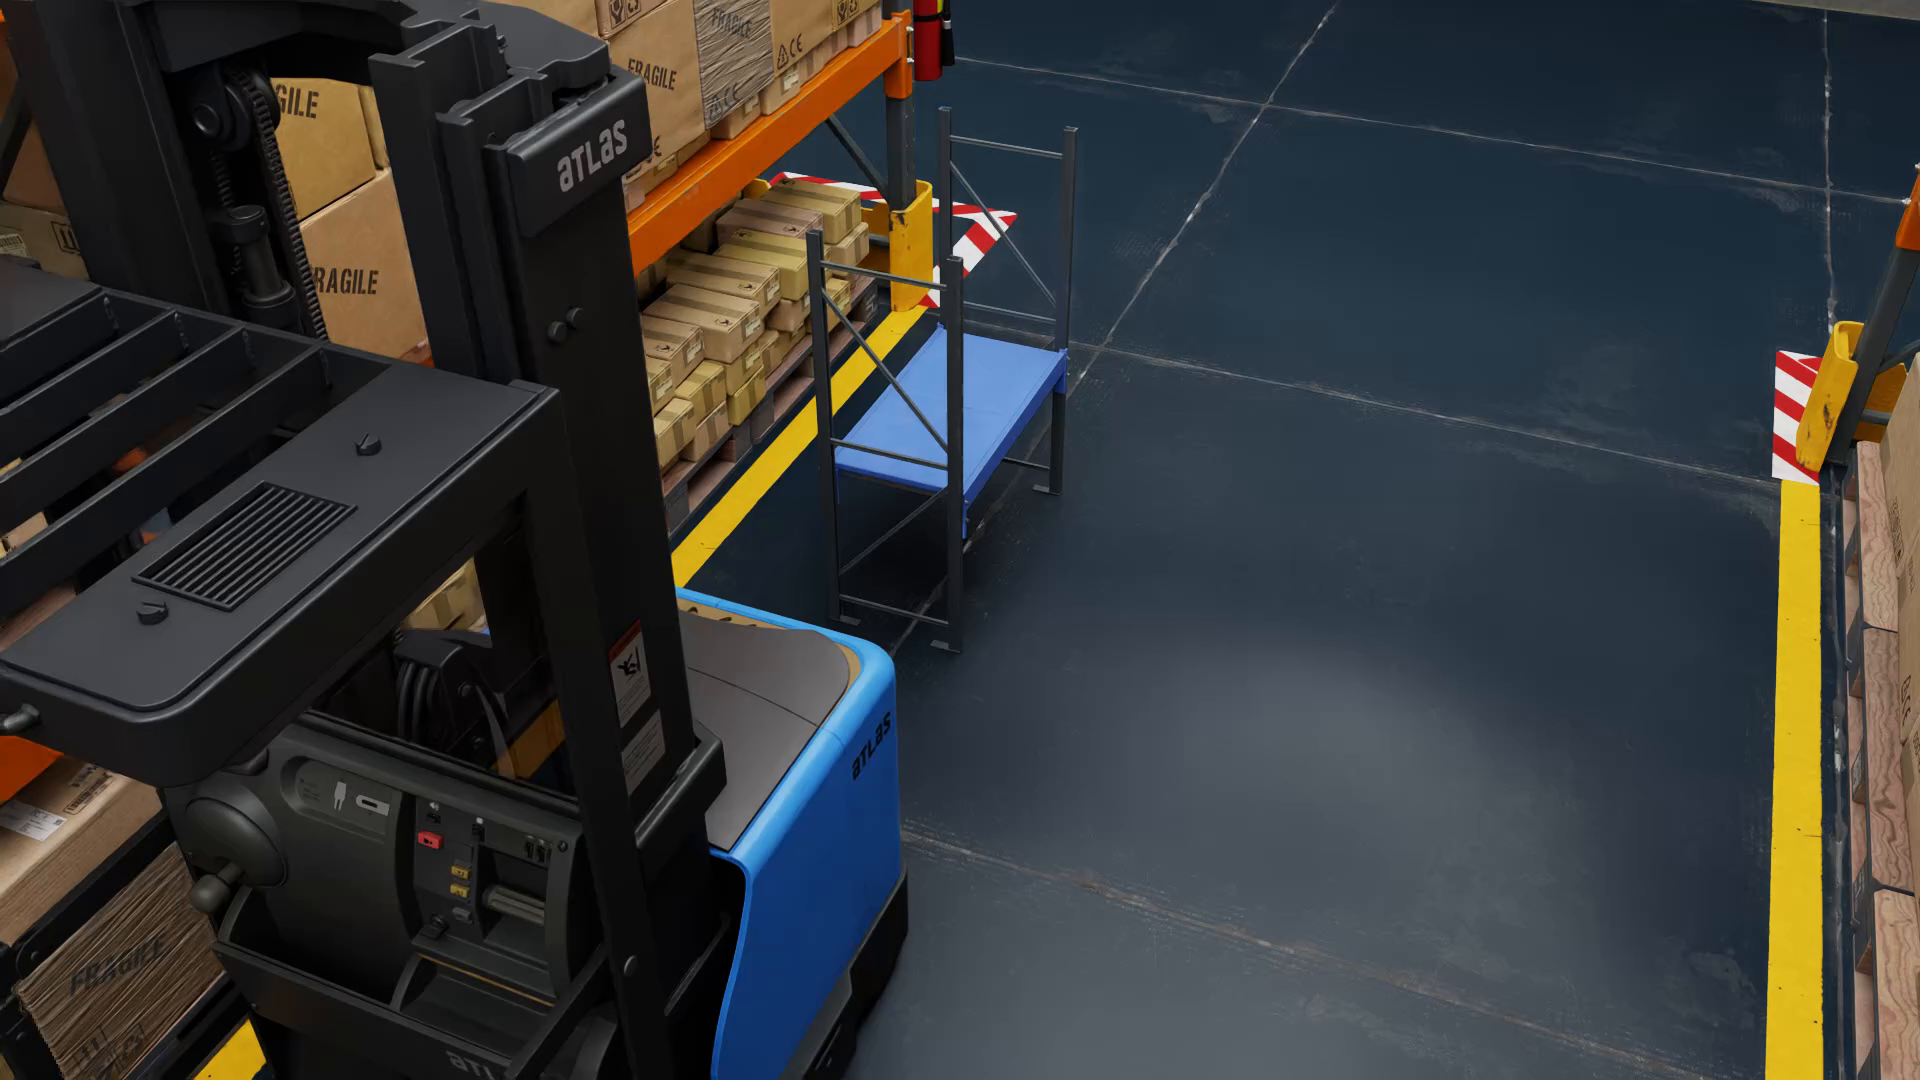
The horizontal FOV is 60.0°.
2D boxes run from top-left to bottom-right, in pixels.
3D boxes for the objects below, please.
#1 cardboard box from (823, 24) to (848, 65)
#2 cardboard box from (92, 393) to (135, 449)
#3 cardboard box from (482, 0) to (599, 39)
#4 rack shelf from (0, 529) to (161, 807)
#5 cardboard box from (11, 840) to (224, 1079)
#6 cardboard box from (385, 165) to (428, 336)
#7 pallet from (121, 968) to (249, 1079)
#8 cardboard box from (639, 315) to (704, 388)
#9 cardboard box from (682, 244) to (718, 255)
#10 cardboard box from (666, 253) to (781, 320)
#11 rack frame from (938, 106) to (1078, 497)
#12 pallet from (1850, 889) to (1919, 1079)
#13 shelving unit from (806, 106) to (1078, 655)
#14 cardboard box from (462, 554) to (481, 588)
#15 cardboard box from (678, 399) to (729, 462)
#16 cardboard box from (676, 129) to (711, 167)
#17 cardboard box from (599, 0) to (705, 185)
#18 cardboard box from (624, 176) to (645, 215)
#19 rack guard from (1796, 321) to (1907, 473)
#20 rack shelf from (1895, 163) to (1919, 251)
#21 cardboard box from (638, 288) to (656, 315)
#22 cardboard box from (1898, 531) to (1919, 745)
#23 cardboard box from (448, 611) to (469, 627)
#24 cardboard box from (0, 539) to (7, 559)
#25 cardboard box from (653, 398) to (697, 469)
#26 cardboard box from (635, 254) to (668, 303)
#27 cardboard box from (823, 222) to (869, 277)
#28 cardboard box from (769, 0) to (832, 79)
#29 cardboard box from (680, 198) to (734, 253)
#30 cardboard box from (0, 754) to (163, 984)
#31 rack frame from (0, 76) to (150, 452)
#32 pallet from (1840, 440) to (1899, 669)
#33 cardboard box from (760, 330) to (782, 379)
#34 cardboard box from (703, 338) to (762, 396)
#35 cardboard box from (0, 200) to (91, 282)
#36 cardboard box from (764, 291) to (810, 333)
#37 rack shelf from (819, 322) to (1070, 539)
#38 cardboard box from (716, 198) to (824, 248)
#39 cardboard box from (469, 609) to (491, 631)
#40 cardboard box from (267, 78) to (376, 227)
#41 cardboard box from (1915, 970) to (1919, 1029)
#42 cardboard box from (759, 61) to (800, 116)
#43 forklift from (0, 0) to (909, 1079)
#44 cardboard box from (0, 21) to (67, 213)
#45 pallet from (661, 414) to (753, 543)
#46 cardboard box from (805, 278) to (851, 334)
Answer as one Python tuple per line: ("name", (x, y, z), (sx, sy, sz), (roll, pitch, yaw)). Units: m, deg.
("cardboard box", (-0.675, -2.035, 6.676), (0.380, 0.149, 0.250), (14, 39, 18))
("cardboard box", (-2.313, -0.405, 4.497), (0.380, 0.149, 0.250), (13, 39, 17))
("cardboard box", (-1.405, -1.611, 4.733), (0.500, 0.500, 0.500), (14, 39, 18))
("rack shelf", (-2.966, 1.101, 2.873), (1.077, 0.370, 4.000), (14, 39, 18))
("cardboard box", (-2.254, 1.006, 4.136), (0.500, 0.500, 0.500), (13, 39, 17))
("cardboard box", (-1.602, -0.946, 4.678), (0.500, 0.500, 0.500), (14, 39, 18))
("pallet", (-2.500, 1.254, 4.396), (1.003, 0.211, 1.213), (14, 39, 18))
("cardboard box", (-1.191, -0.714, 6.233), (0.380, 0.149, 0.250), (13, 39, 16))
("cardboard box", (-1.277, -1.284, 7.245), (0.380, 0.149, 0.250), (14, 39, 18))
("cardboard box", (-0.937, -0.996, 6.610), (0.380, 0.149, 0.250), (12, 39, 16))
("rack frame", (0.161, -0.835, 6.114), (0.500, 1.500, 0.032), (14, 39, 18))
("pallet", (2.772, 1.491, 4.079), (1.003, 0.211, 1.213), (14, 39, 18))
("shelving unit", (-0.032, -0.554, 5.738), (0.538, 1.500, 1.048), (14, 39, 18))
("cardboard box", (-1.672, 0.007, 5.269), (0.380, 0.149, 0.250), (13, 39, 17))
("cardboard box", (-1.119, -0.463, 6.394), (0.380, 0.149, 0.250), (15, 39, 19))
("cardboard box", (-1.118, -1.471, 5.922), (0.380, 0.149, 0.250), (12, 38, 16))
("cardboard box", (-1.201, -1.520, 5.447), (0.500, 0.500, 0.500), (16, 40, 20))
("cardboard box", (-1.280, -1.175, 5.527), (0.380, 0.149, 0.250), (15, 39, 19))
("rack guard", (3.942, -0.450, 6.434), (1.175, 0.500, 0.348), (14, 39, 18))
("rack shelf", (3.172, -0.042, 4.402), (1.077, 0.370, 4.000), (14, 39, 18))
("cardboard box", (-1.486, -1.011, 6.880), (0.380, 0.149, 0.250), (15, 39, 19))
("cardboard box", (3.434, 0.317, 5.109), (0.875, 0.438, 0.875), (15, 39, 19))
("cardboard box", (-1.758, 0.272, 5.163), (0.380, 0.149, 0.250), (14, 39, 18))
("cardboard box", (-2.272, 0.047, 3.541), (0.380, 0.149, 0.250), (14, 39, 18))
("cardboard box", (-1.195, -0.423, 6.093), (0.380, 0.149, 0.250), (14, 39, 18))
("cardboard box", (-1.423, -1.115, 6.769), (0.380, 0.149, 0.250), (12, 38, 16))
("cardboard box", (-0.620, -1.297, 7.262), (0.380, 0.149, 0.250), (13, 39, 17))
("cardboard box", (-0.817, -2.077, 6.191), (0.500, 0.500, 0.500), (13, 39, 17))
("cardboard box", (-1.191, -1.381, 7.126), (0.380, 0.149, 0.250), (15, 39, 19))
("cardboard box", (-2.255, 0.708, 3.908), (0.500, 0.250, 0.500), (13, 39, 17))
("rack frame", (-2.205, -0.295, 4.139), (1.000, 3.000, 0.127), (14, 39, 18))
("pallet", (3.701, 0.140, 5.887), (1.003, 0.211, 1.213), (14, 39, 18))
("cardboard box", (-0.957, -0.765, 6.798), (0.380, 0.149, 0.250), (14, 39, 18))
("cardboard box", (-1.002, -0.720, 6.489), (0.380, 0.149, 0.250), (14, 39, 18))
("cardboard box", (-2.283, -0.786, 4.464), (0.500, 0.500, 0.500), (14, 39, 18))
("cardboard box", (-0.816, -1.009, 6.877), (0.380, 0.149, 0.250), (12, 38, 16))
("rack shelf", (-0.032, -0.409, 5.845), (0.538, 0.185, 1.000), (14, 39, 18))
("cardboard box", (-0.799, -1.297, 7.013), (0.380, 0.149, 0.250), (15, 39, 19))
("cardboard box", (-1.622, 0.254, 5.435), (0.380, 0.149, 0.250), (14, 39, 18))
("cardboard box", (-1.808, -1.049, 3.980), (0.500, 0.500, 0.500), (15, 39, 19))
("cardboard box", (2.749, 1.312, 3.779), (0.875, 0.438, 0.875), (13, 39, 17))
("cardboard box", (-0.832, -1.746, 6.290), (0.380, 0.149, 0.250), (15, 39, 19))
("forklift", (-1.191, 0.647, 2.937), (1.130, 2.935, 3.031), (14, 39, 18))
("cardboard box", (-2.277, -1.176, 4.151), (0.500, 0.500, 0.500), (13, 39, 16))
("pallet", (-1.520, -0.235, 6.389), (1.003, 0.211, 1.213), (14, 39, 18))
("cardboard box", (-0.695, -1.031, 7.155), (0.380, 0.149, 0.250), (15, 39, 19))
